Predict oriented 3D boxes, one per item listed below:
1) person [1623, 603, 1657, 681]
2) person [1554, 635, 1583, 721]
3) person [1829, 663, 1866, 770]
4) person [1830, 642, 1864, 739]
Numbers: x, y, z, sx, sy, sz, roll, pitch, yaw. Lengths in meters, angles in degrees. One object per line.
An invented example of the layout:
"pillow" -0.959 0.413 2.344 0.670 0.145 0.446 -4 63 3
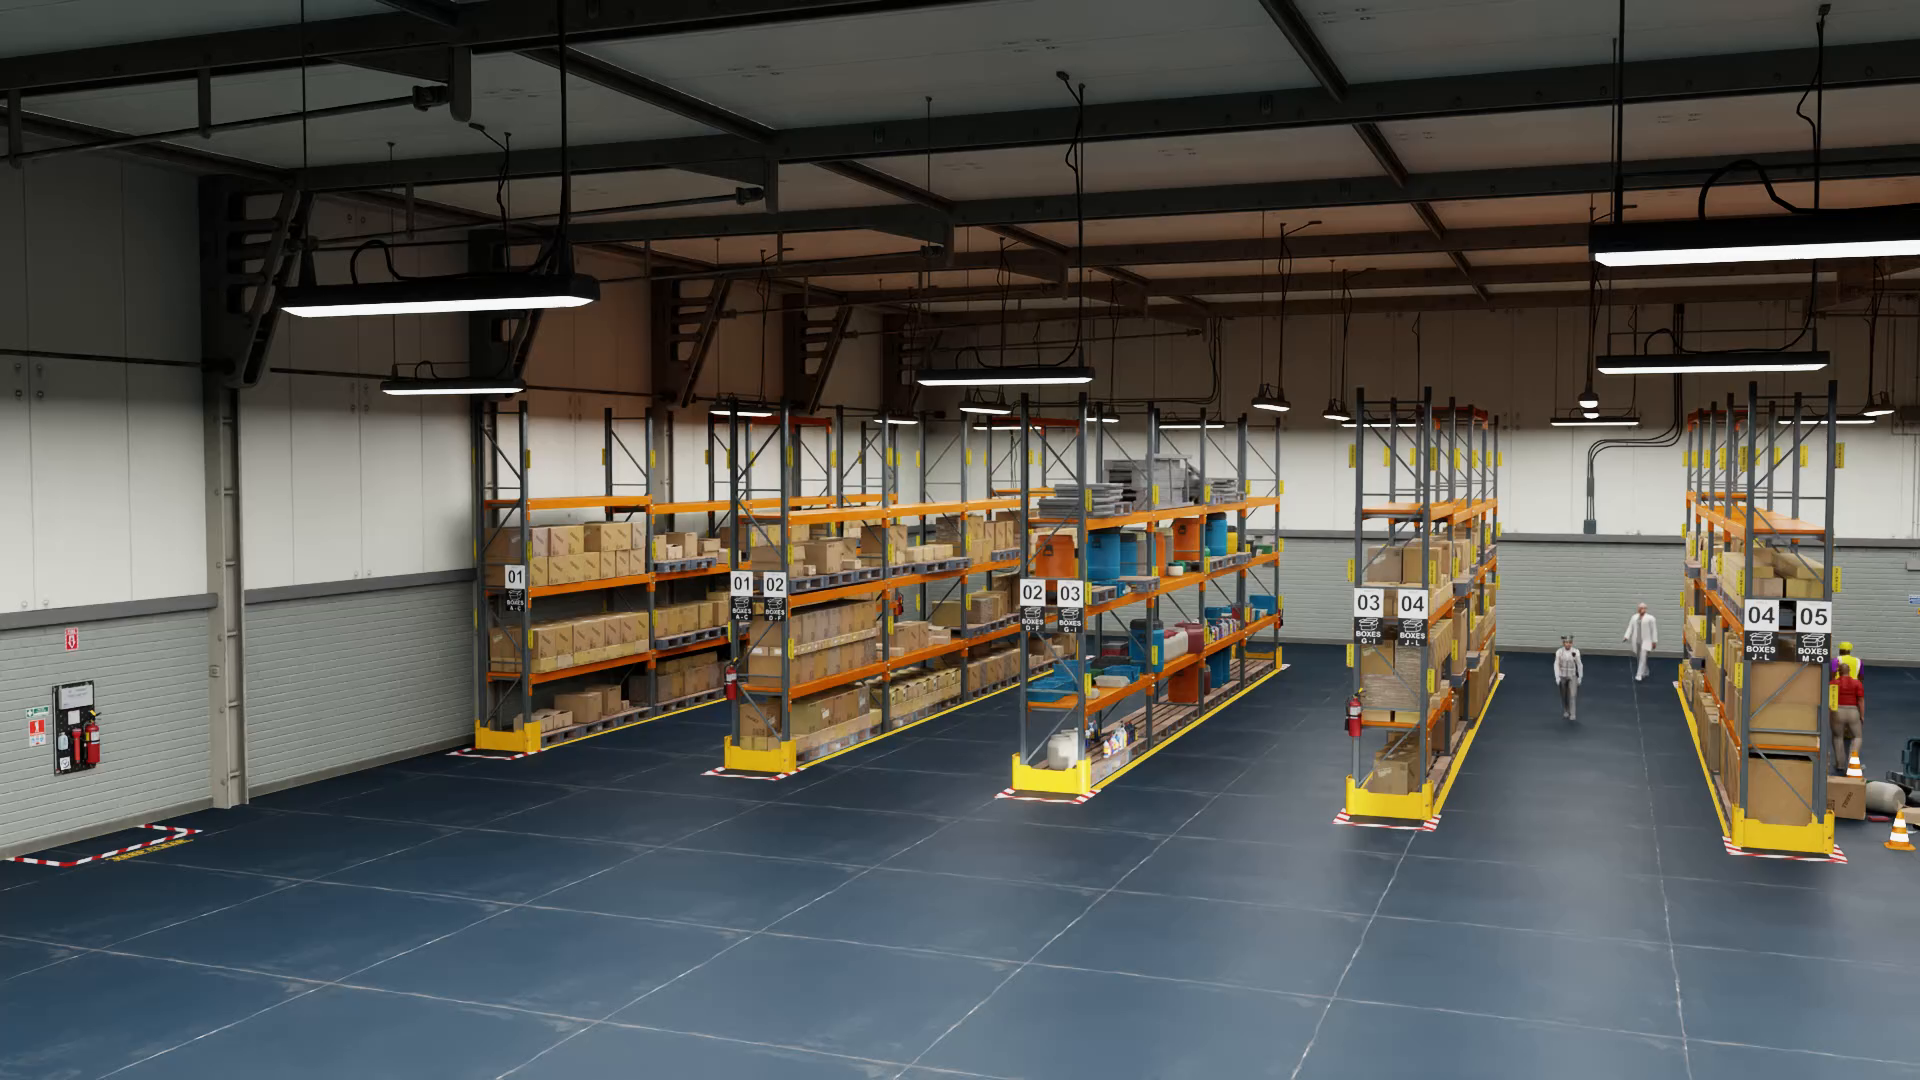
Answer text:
"person" 15.345 2.284 37.519 0.652 1.715 1.127 3 4 43
"person" 11.592 2.620 31.730 0.505 1.625 0.983 1 3 27
"person" 14.245 2.844 26.738 0.579 1.723 0.565 1 3 21
"person" 15.907 2.697 29.811 0.640 1.715 0.706 0 3 5
